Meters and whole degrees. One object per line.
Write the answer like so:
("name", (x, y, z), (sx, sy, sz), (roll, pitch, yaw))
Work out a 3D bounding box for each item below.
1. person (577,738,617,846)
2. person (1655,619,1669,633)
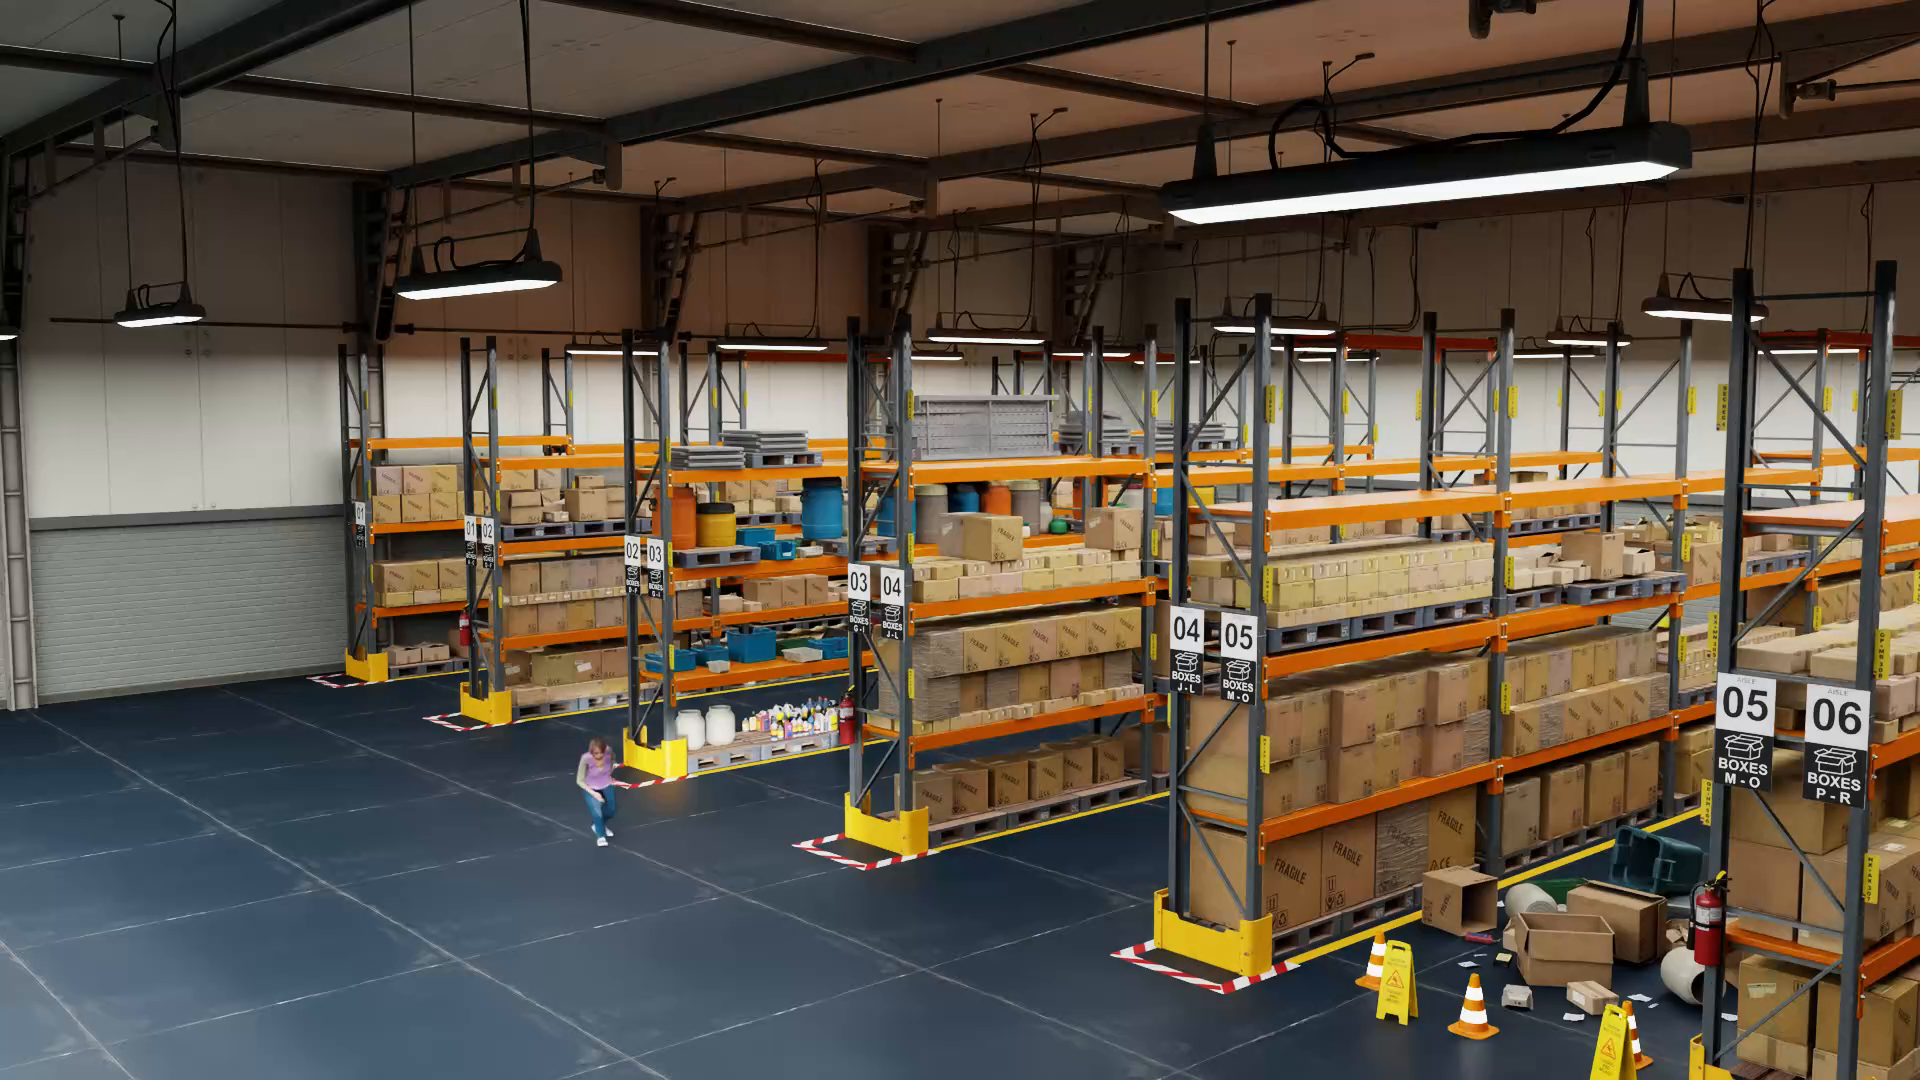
("person", (-4.101, 2.829, 18.789), (0.543, 1.315, 0.885), (-3, 6, -31))
("person", (10.831, 2.034, 25.664), (0.675, 1.682, 0.714), (3, 6, 33))
